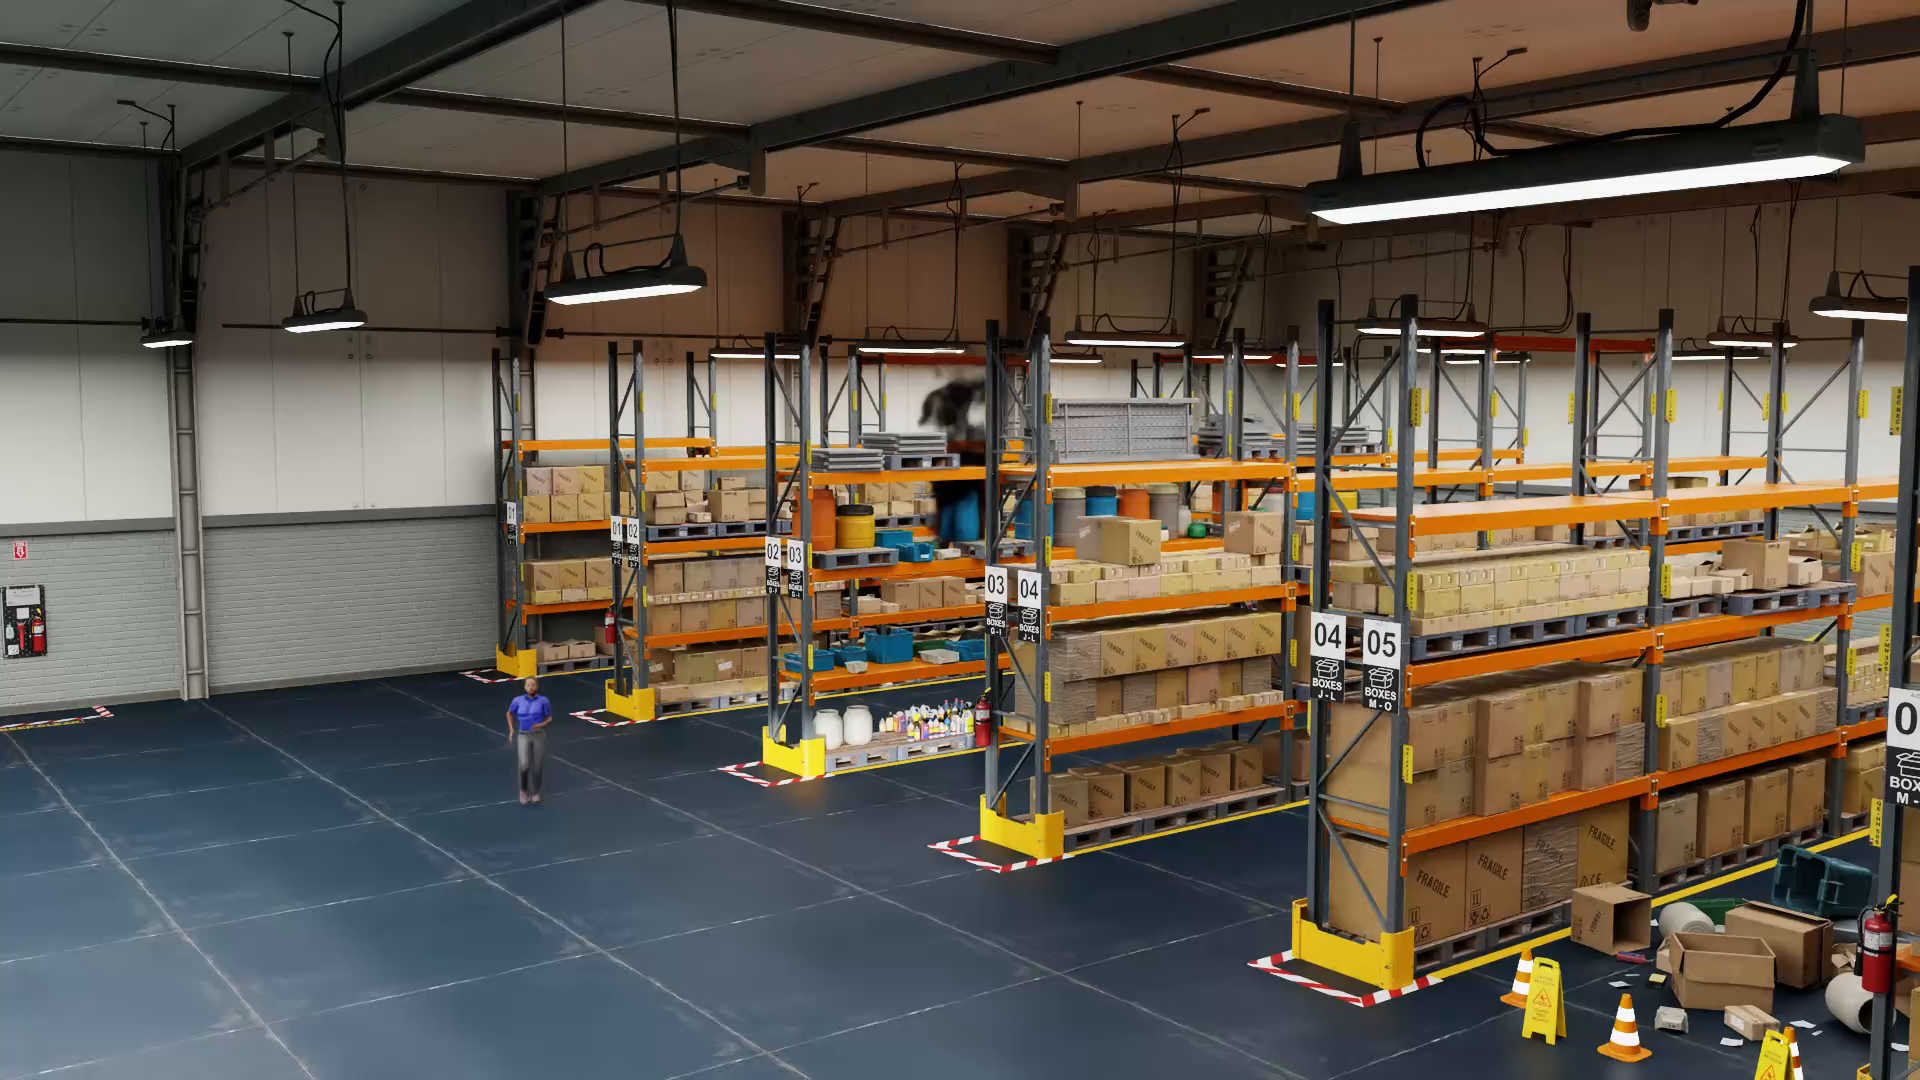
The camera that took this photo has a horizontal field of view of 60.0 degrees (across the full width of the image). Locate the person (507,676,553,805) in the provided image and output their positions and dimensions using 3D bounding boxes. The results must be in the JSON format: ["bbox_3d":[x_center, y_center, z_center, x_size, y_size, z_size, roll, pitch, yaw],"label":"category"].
[{"bbox_3d":[-5.376,2.515,20.810,0.552,1.627,0.646,-1,5,-16],"label":"person"}]
